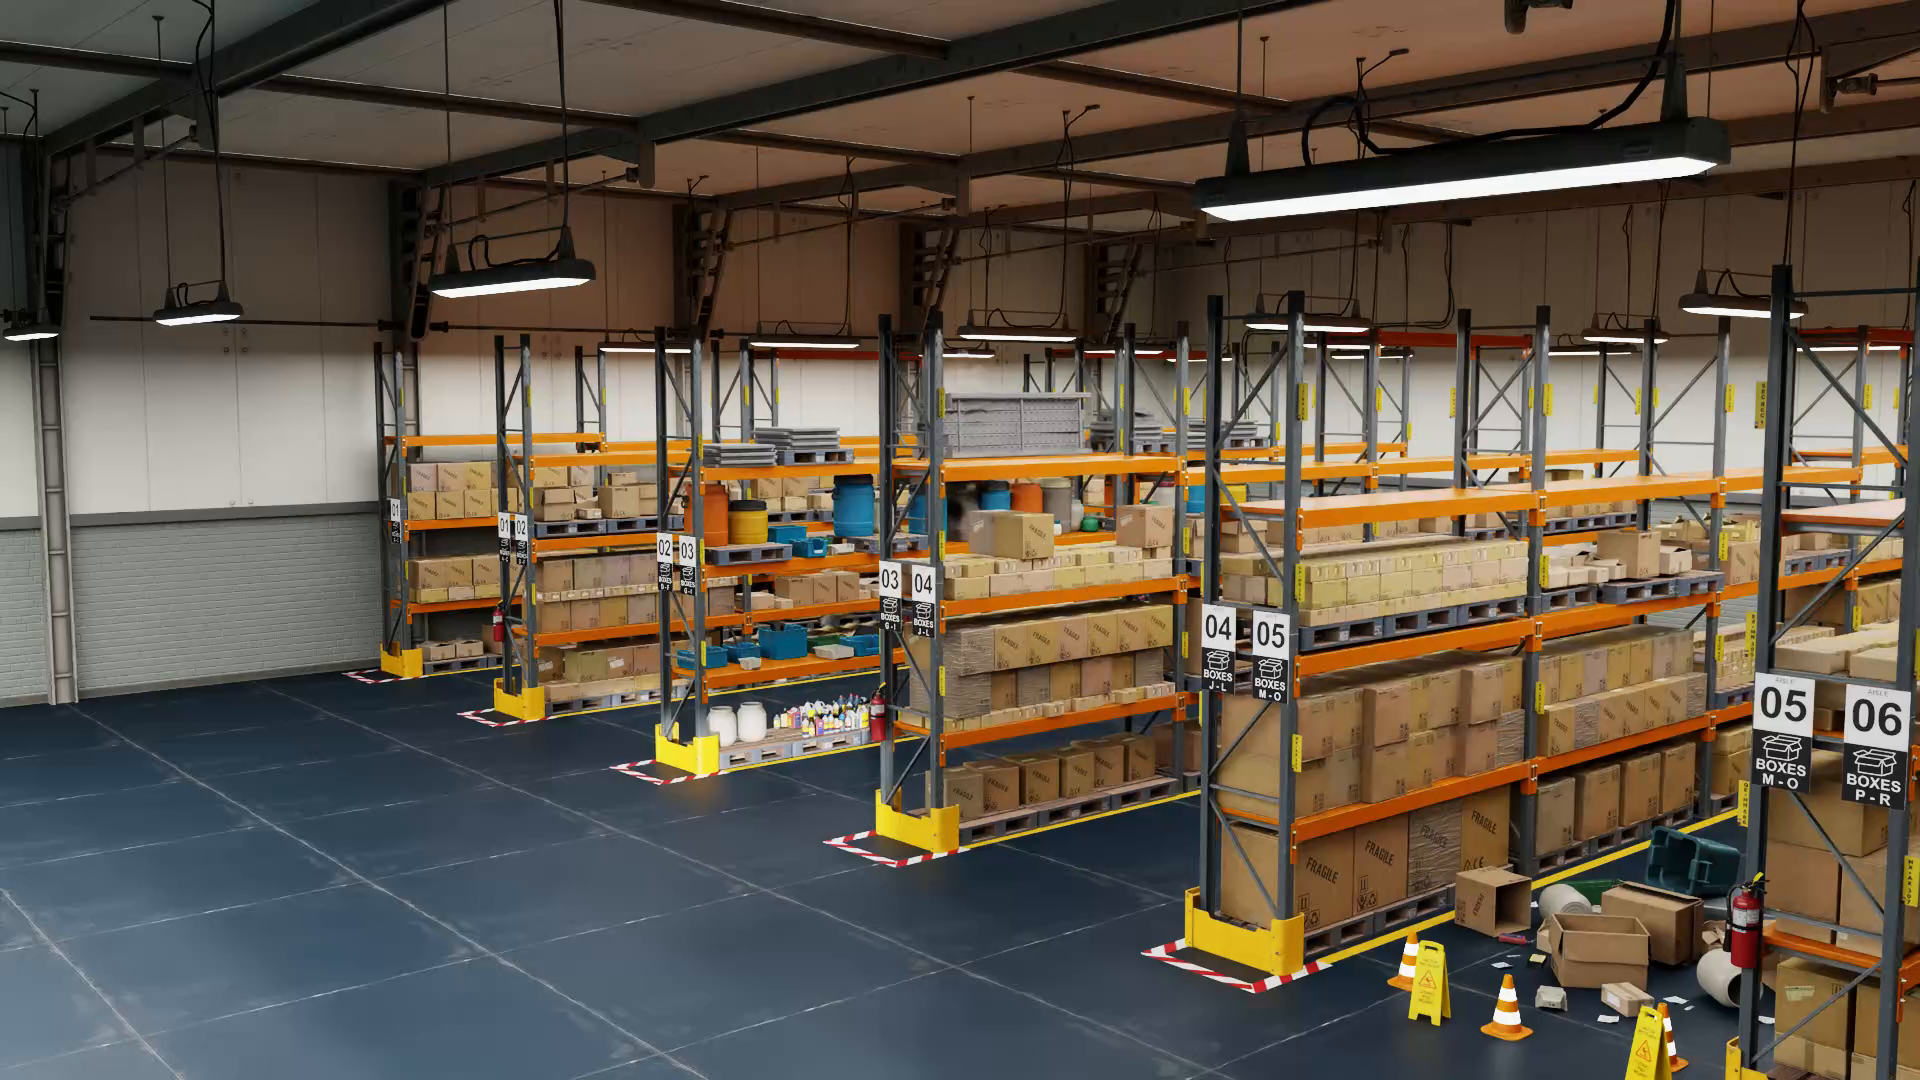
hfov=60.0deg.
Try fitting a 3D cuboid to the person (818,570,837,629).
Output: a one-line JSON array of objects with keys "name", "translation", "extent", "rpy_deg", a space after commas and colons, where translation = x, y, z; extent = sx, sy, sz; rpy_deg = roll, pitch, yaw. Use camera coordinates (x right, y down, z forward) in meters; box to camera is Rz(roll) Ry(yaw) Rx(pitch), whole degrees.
[{"name": "person", "translation": [-2.554, 1.397, 32.403], "extent": [0.592, 1.655, 0.886], "rpy_deg": [5, 7, 41]}]
